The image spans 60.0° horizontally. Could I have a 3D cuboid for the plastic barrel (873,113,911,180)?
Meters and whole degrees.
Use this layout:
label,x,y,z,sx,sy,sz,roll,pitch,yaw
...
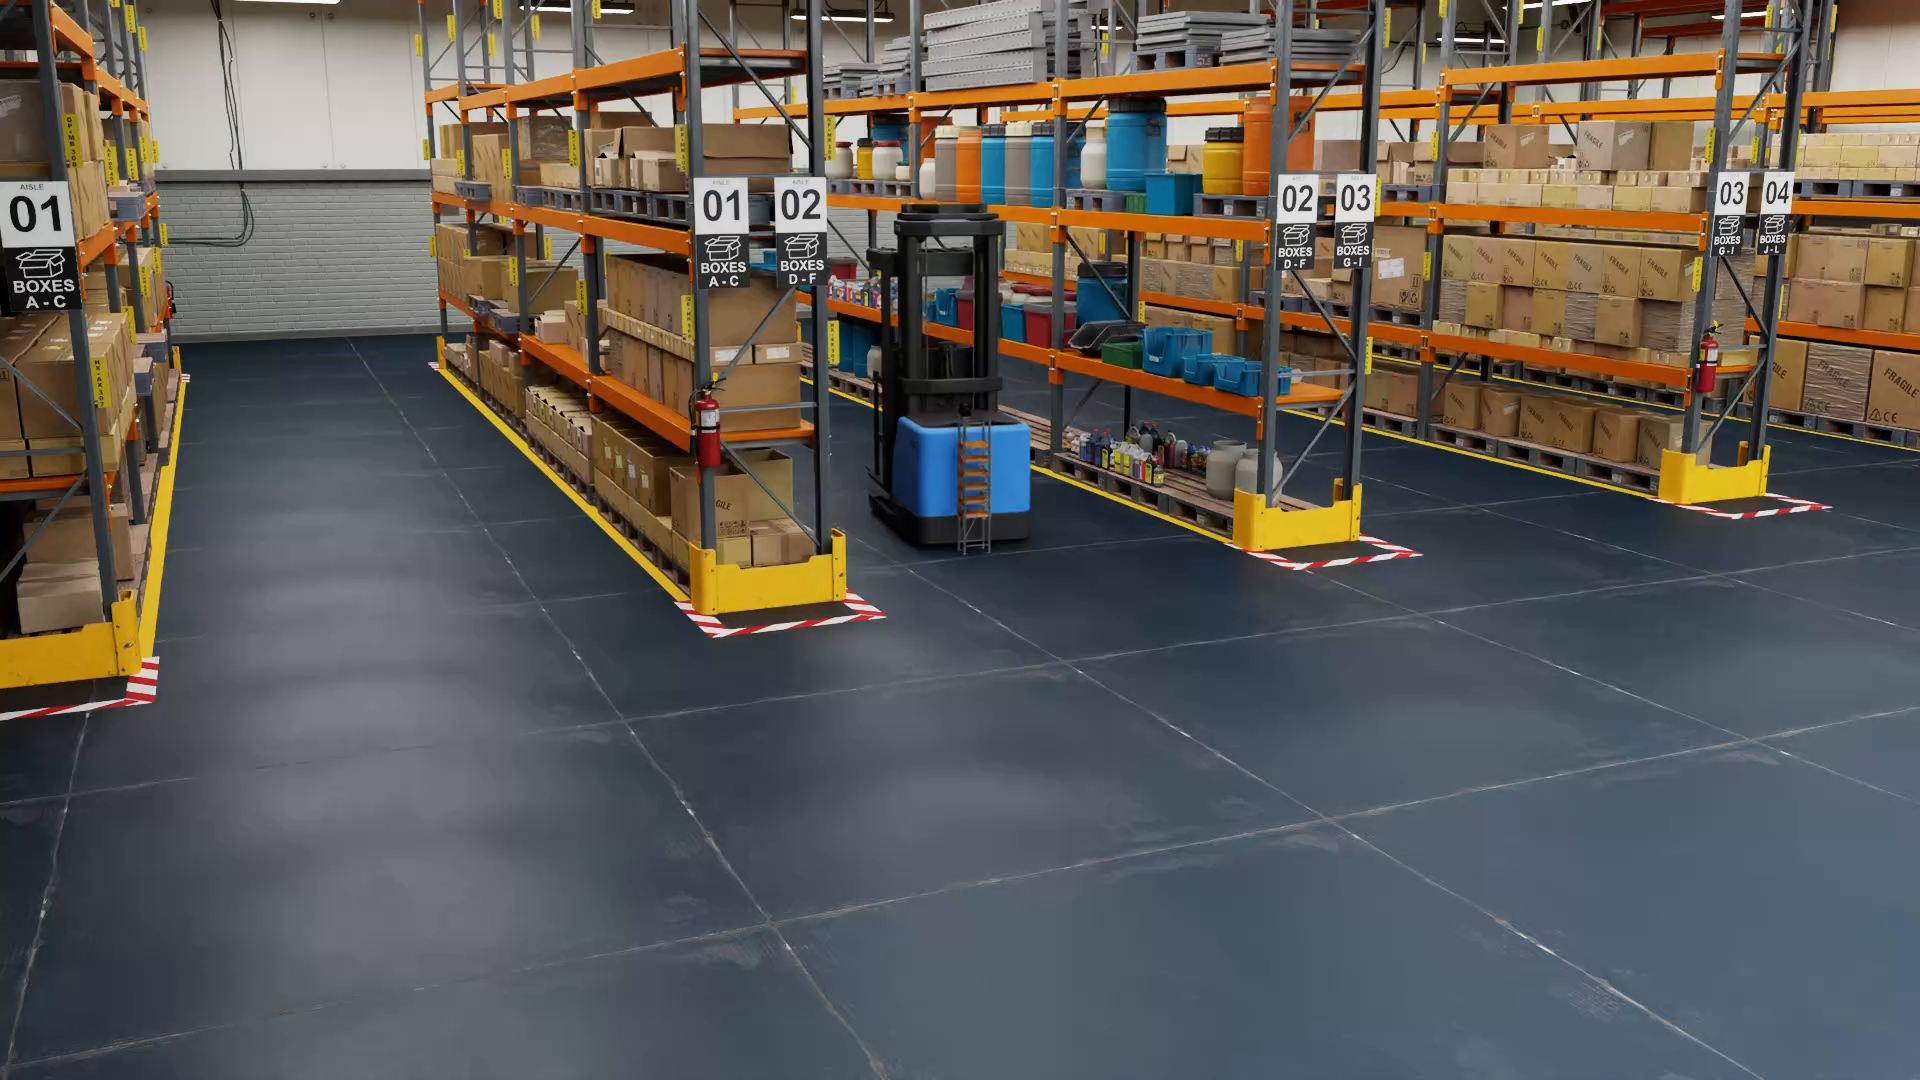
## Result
label,x,y,z,sx,sy,sz,roll,pitch,yaw
plastic barrel,-0.918,-5.485,23.221,0.600,0.901,0.708,-6,14,-23

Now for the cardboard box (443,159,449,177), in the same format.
label,x,y,z,sx,sy,sz,roll,pitch,yaw
cardboard box,-7.320,-5.485,24.489,0.500,0.250,0.500,-6,14,-23

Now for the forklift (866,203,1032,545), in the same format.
label,x,y,z,sx,sy,sz,roll,pitch,yaw
forklift,-0.249,-1.675,15.606,1.130,2.935,3.031,-4,13,-15

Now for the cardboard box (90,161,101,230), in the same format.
label,x,y,z,sx,sy,sz,roll,pitch,yaw
cardboard box,-6.545,-2.481,12.018,0.500,0.500,0.500,-5,14,-19

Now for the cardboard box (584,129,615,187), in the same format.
label,x,y,z,sx,sy,sz,roll,pitch,yaw
cardboard box,-3.117,-3.469,15.090,0.500,0.500,0.500,-4,14,-18

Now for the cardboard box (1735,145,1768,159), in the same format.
label,x,y,z,sx,sy,sz,roll,pitch,yaw
cardboard box,13.190,-6.210,27.237,0.797,0.503,0.637,-7,15,-26

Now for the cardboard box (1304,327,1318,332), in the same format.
label,x,y,z,sx,sy,sz,roll,pitch,yaw
cardboard box,6.498,-3.868,30.320,0.380,0.149,0.250,-6,14,-23

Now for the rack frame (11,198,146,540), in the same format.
label,x,y,z,sx,sy,sz,roll,pitch,yaw
rack frame,-7.615,-1.366,14.119,1.000,3.000,0.127,-6,14,-23

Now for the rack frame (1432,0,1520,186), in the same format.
label,x,y,z,sx,sy,sz,roll,pitch,yaw
rack frame,6.001,-5.631,19.242,1.000,3.000,0.127,-6,14,-23

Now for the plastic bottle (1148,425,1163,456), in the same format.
label,x,y,z,sx,sy,sz,roll,pitch,yaw
plastic bottle,2.062,-1.038,17.601,0.144,0.351,0.185,-6,15,-26

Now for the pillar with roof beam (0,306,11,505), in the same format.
label,x,y,z,sx,sy,sz,roll,pitch,yaw
pillar with roof beam,-5.544,-5.157,17.195,9.100,9.000,0.400,-6,14,-23

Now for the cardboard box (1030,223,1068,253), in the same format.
label,x,y,z,sx,sy,sz,roll,pitch,yaw
cardboard box,1.552,-5.291,29.089,0.500,0.500,0.500,-6,14,-24

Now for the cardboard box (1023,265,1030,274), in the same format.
label,x,y,z,sx,sy,sz,roll,pitch,yaw
cardboard box,1.347,-4.802,29.524,0.380,0.149,0.250,-6,14,-24

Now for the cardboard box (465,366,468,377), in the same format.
label,x,y,z,sx,sy,sz,roll,pitch,yaw
cardboard box,-6.975,-2.456,24.178,0.380,0.149,0.250,-6,14,-23

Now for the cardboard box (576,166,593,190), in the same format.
label,x,y,z,sx,sy,sz,roll,pitch,yaw
cardboard box,-3.538,-3.648,16.730,0.500,0.250,0.500,-7,15,-28

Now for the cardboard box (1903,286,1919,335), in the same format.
label,x,y,z,sx,sy,sz,roll,pitch,yaw
cardboard box,11.649,-2.693,19.521,0.875,0.550,0.550,-6,14,-23

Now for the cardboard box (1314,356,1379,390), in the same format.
label,x,y,z,sx,sy,sz,roll,pitch,yaw
cardboard box,5.153,-2.164,22.137,0.700,0.500,0.500,-4,14,-18

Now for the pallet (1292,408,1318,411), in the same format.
label,x,y,z,sx,sy,sz,roll,pitch,yaw
pallet,4.711,-2.014,23.105,1.003,0.211,1.213,-6,14,-23

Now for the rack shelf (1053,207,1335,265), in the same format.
label,x,y,z,sx,sy,sz,roll,pitch,yaw
rack shelf,2.264,-2.958,15.943,1.077,0.370,4.000,-6,14,-23

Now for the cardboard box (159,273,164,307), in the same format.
label,x,y,z,sx,sy,sz,roll,pitch,yaw
cardboard box,-11.609,-3.579,23.017,0.980,0.700,0.700,-6,14,-26

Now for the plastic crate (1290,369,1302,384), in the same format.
label,x,y,z,sx,sy,sz,roll,pitch,yaw
plastic crate,3.002,-1.520,15.369,0.298,0.136,0.250,-6,14,-23

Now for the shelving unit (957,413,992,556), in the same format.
label,x,y,z,sx,sy,sz,roll,pitch,yaw
shelving unit,0.122,-0.477,14.269,0.258,1.200,0.189,-4,13,-15

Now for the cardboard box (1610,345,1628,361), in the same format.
label,x,y,z,sx,sy,sz,roll,pitch,yaw
cardboard box,6.967,-1.951,17.206,0.380,0.149,0.250,-6,14,-23

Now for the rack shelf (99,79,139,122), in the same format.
label,x,y,z,sx,sy,sz,roll,pitch,yaw
rack shelf,-10.018,-4.983,18.925,1.077,0.370,4.000,-6,14,-23

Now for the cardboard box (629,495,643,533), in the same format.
label,x,y,z,sx,sy,sz,roll,pitch,yaw
cardboard box,-2.572,-0.246,14.445,0.500,0.250,0.500,-6,14,-23

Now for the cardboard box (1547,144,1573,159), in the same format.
label,x,y,z,sx,sy,sz,roll,pitch,yaw
cardboard box,11.307,-7.297,31.710,0.797,0.503,0.637,-4,14,-19

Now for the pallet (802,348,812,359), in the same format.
label,x,y,z,sx,sy,sz,roll,pitch,yaw
pallet,-2.564,-2.956,27.173,1.003,0.211,1.213,-6,14,-23

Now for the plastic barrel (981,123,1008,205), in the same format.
label,x,y,z,sx,sy,sz,roll,pitch,yaw
plastic barrel,0.536,-4.322,19.128,0.600,0.901,0.708,-6,14,-23

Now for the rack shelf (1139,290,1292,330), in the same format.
label,x,y,z,sx,sy,sz,roll,pitch,yaw
rack shelf,3.598,-3.597,25.356,1.077,0.370,4.000,-6,14,-23

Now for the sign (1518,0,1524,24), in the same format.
label,x,y,z,sx,sy,sz,roll,pitch,yaw
sign,6.506,-6.170,19.323,0.100,0.325,0.005,-6,14,-23

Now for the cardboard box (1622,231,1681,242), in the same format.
label,x,y,z,sx,sy,sz,roll,pitch,yaw
cardboard box,9.771,-4.088,23.442,0.700,0.500,0.500,-6,14,-24

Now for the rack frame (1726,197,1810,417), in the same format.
label,x,y,z,sx,sy,sz,roll,pitch,yaw
rack frame,10.586,-3.135,21.764,1.000,3.000,0.127,-6,14,-23

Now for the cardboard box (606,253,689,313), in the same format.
label,x,y,z,sx,sy,sz,roll,pitch,yaw
cardboard box,-2.894,-2.404,15.504,0.700,0.500,0.500,-6,14,-23

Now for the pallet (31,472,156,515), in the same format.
label,x,y,z,sx,sy,sz,roll,pitch,yaw
pallet,-8.420,-0.421,16.219,1.003,0.211,1.213,-6,14,-23

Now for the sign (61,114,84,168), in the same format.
label,x,y,z,sx,sy,sz,roll,pitch,yaw
sign,-5.515,-2.476,10.324,0.100,0.325,0.005,-6,14,-23

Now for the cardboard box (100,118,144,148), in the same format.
label,x,y,z,sx,sy,sz,roll,pitch,yaw
cardboard box,-10.848,-5.198,21.542,0.500,0.500,0.500,-6,14,-23

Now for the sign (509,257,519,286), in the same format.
label,x,y,z,sx,sy,sz,roll,pitch,yaw
sign,-5.173,-3.115,19.285,0.100,0.325,0.005,-6,14,-23

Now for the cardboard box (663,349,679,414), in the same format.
label,x,y,z,sx,sy,sz,roll,pitch,yaw
cardboard box,-2.058,-1.345,13.808,0.700,0.500,0.500,-6,14,-23

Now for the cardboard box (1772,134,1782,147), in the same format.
label,x,y,z,sx,sy,sz,roll,pitch,yaw
cardboard box,10.421,-5.010,20.848,0.380,0.149,0.250,-5,14,-22

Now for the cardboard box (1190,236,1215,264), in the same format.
label,x,y,z,sx,sy,sz,roll,pitch,yaw
cardboard box,3.862,-4.359,24.606,0.797,0.503,0.637,-5,14,-22

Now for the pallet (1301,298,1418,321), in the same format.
label,x,y,z,sx,sy,sz,roll,pitch,yaw
pallet,5.229,-3.036,21.760,1.003,0.211,1.213,-6,14,-23

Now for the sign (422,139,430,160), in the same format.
label,x,y,z,sx,sy,sz,roll,pitch,yaw
sign,-8.381,-6.131,26.119,0.100,0.325,0.005,-6,14,-23

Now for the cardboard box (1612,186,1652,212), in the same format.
label,x,y,z,sx,sy,sz,roll,pitch,yaw
cardboard box,6.975,-3.450,16.802,0.500,0.250,0.500,-6,14,-23

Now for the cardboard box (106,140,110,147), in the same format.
label,x,y,z,sx,sy,sz,roll,pitch,yaw
cardboard box,-9.934,-4.232,18.653,0.700,0.500,0.500,-5,14,-20

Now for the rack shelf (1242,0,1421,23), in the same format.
label,x,y,z,sx,sy,sz,roll,pitch,yaw
rack shelf,6.581,-9.393,29.720,1.077,0.370,4.000,-6,14,-23

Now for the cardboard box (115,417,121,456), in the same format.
label,x,y,z,sx,sy,sz,roll,pitch,yaw
cardboard box,-6.138,-0.712,11.581,0.500,0.250,0.500,-6,14,-25

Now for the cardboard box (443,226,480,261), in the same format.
label,x,y,z,sx,sy,sz,roll,pitch,yaw
cardboard box,-7.536,-4.503,25.232,0.500,0.500,0.500,-5,14,-22

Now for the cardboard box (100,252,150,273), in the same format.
label,x,y,z,sx,sy,sz,roll,pitch,yaw
cardboard box,-9.997,-3.302,19.896,0.500,0.250,0.500,-5,14,-22

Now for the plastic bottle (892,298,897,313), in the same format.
label,x,y,z,sx,sy,sz,roll,pitch,yaw
plastic bottle,-0.853,-3.129,22.176,0.097,0.201,0.097,0,13,0

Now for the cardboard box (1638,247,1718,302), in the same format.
label,x,y,z,sx,sy,sz,roll,pitch,yaw
cardboard box,7.157,-2.654,16.585,0.500,0.500,0.500,-6,14,-23

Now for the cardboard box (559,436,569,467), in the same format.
label,x,y,z,sx,sy,sz,roll,pitch,yaw
cardboard box,-3.915,-0.949,17.484,0.500,0.250,0.500,-5,14,-22

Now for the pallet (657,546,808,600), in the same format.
label,x,y,z,sx,sy,sz,roll,pitch,yaw
pallet,-1.820,0.217,13.466,1.003,0.211,1.213,-6,14,-23

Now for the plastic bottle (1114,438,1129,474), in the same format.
label,x,y,z,sx,sy,sz,roll,pitch,yaw
plastic bottle,1.652,-0.853,16.804,0.144,0.351,0.185,-6,14,-23

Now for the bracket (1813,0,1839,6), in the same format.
label,x,y,z,sx,sy,sz,roll,pitch,yaw
bracket,16.811,-10.489,32.250,0.235,0.232,0.430,-6,14,-23

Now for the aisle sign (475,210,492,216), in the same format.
label,x,y,z,sx,sy,sz,roll,pitch,yaw
aisle sign,-7.631,-5.602,26.655,0.394,0.787,0.004,-6,14,-23

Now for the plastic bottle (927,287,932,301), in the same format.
label,x,y,z,sx,sy,sz,roll,pitch,yaw
plastic bottle,-0.408,-3.360,23.022,0.097,0.271,0.097,0,13,0
